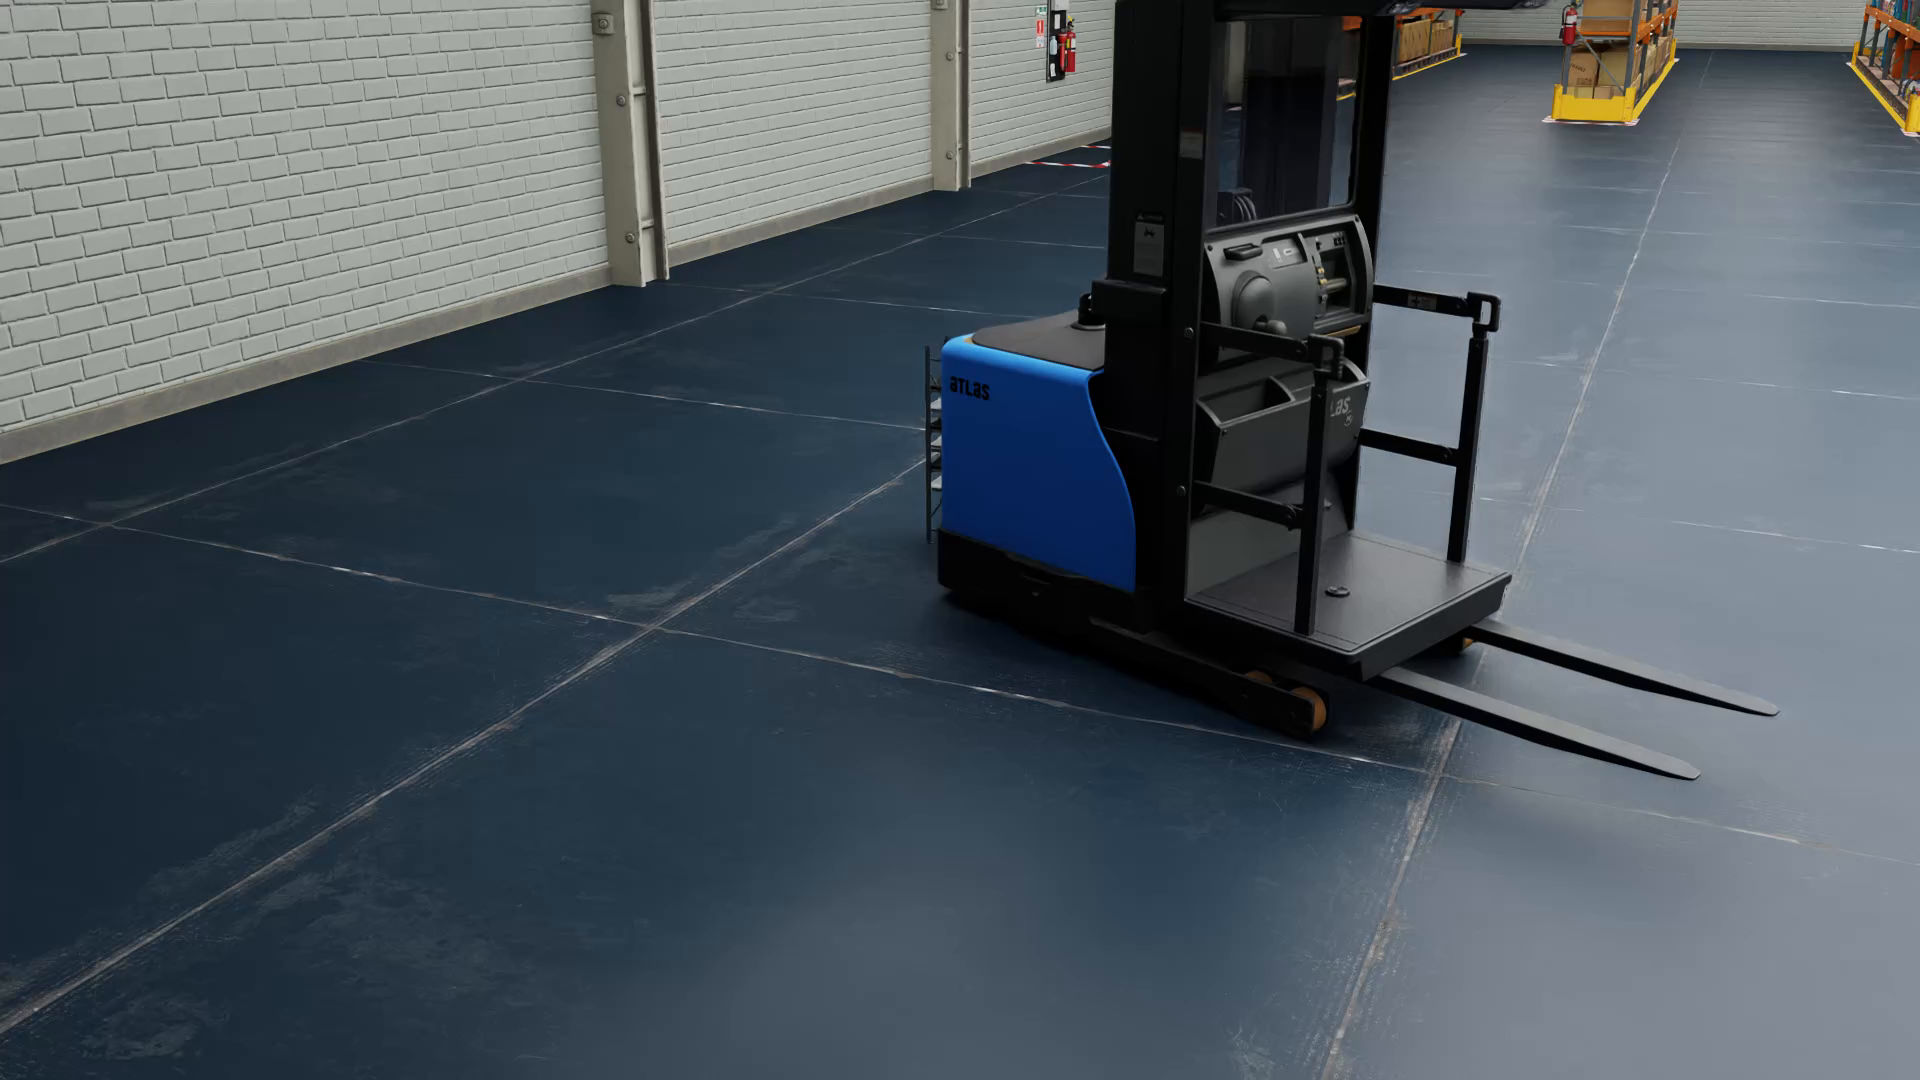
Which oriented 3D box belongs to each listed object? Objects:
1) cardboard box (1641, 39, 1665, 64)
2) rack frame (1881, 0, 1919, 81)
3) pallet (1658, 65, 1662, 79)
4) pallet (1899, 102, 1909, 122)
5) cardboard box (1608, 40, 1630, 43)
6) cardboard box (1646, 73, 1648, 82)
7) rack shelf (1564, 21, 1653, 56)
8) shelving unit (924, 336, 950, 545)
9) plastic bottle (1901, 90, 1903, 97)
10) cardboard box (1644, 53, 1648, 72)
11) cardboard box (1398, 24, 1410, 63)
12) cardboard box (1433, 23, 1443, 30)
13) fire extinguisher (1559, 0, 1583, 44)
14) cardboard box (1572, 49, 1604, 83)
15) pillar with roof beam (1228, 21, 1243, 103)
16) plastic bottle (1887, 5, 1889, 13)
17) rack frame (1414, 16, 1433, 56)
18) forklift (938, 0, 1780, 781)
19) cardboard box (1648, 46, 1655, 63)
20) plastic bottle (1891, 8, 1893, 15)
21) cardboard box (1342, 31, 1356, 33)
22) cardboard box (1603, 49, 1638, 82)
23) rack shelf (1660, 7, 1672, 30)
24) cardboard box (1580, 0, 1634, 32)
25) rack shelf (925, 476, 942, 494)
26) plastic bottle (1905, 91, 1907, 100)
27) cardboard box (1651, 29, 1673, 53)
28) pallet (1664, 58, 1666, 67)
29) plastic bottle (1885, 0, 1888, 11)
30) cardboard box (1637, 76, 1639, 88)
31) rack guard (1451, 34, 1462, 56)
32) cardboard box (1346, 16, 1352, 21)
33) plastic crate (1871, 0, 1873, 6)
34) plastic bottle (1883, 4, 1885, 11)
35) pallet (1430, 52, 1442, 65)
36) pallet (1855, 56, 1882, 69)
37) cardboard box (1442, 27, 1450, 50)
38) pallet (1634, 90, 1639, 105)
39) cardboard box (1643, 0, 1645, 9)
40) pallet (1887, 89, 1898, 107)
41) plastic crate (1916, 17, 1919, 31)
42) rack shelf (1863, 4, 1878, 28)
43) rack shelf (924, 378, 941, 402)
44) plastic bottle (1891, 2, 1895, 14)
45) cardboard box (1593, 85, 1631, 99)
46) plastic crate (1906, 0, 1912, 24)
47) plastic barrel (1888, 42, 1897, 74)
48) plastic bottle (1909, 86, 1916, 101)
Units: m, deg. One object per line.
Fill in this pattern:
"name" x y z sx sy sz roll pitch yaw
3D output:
"cardboard box" 14.395 -10.176 34.679 0.500 0.500 0.500 9 21 23
"rack frame" 17.631 -9.736 30.368 1.000 3.000 0.127 9 21 23
"pallet" 13.955 -9.697 34.422 1.003 0.211 1.213 9 21 23
"pallet" 15.182 -6.625 25.783 1.003 0.211 1.213 9 21 23
"cardboard box" 13.302 -10.135 33.446 0.500 0.250 0.500 9 22 25
"cardboard box" 12.287 -8.500 30.371 0.500 0.250 0.500 8 21 21
"rack shelf" 10.657 -8.244 27.245 1.077 0.370 4.000 9 21 23
"shelving unit" 0.003 -0.426 7.325 0.258 0.900 0.210 9 21 23
"plastic bottle" 15.380 -7.302 27.045 0.097 0.201 0.097 0 20 0
"cardboard box" 11.872 -8.453 29.400 0.500 0.311 0.500 9 21 23
"cardboard box" 9.014 -10.487 35.062 0.750 0.750 0.750 8 21 22
"cardboard box" 11.151 -12.097 39.144 0.380 0.149 0.250 8 21 21
"fire extinguisher" 9.366 -7.962 25.496 0.296 0.674 0.183 9 21 23
"cardboard box" 10.182 -7.739 27.112 0.500 0.500 0.500 9 21 23
"pillar with roof beam" 8.742 -11.218 25.583 9.100 9.000 0.400 9 21 23
"plastic bottle" 18.146 -10.393 32.409 0.097 0.271 0.097 0 20 0
"rack frame" 10.231 -12.318 37.629 1.000 3.000 0.127 9 21 23
"forklift" 1.305 -0.912 5.658 1.130 2.935 3.031 -18 27 -42
"cardboard box" 12.917 -9.230 31.584 0.500 0.311 0.500 8 21 22
"plastic bottle" 17.686 -10.017 31.455 0.097 0.201 0.097 0 20 0
"cardboard box" 7.628 -9.777 32.439 0.500 0.250 0.500 8 21 21
"cardboard box" 10.656 -7.668 26.911 0.500 0.500 0.500 9 21 23
"rack shelf" 13.933 -10.689 34.122 1.077 0.370 4.000 9 21 23
"cardboard box" 10.041 -8.159 25.785 0.700 0.500 0.500 9 21 23
"rack shelf" 0.003 -0.225 7.396 0.258 0.077 0.200 9 21 23
"plastic bottle" 15.070 -7.071 26.395 0.097 0.201 0.097 0 20 0
"cardboard box" 16.392 -11.692 38.942 0.500 0.500 0.500 9 21 23
"pallet" 15.034 -10.535 36.778 1.003 0.211 1.213 9 21 23
"plastic bottle" 18.366 -10.579 32.912 0.061 0.283 0.133 9 21 23
"cardboard box" 11.272 -7.773 28.326 0.500 0.250 0.500 9 21 23
"rack guard" 11.879 -12.370 41.506 1.175 0.500 0.348 9 21 23
"cardboard box" 6.634 -9.318 29.386 0.500 0.250 0.500 8 21 22
"plastic crate" 19.967 -11.698 36.046 0.416 0.233 0.300 9 21 23
"plastic bottle" 18.605 -10.736 33.373 0.097 0.271 0.097 0 20 0
"pallet" 10.614 -11.226 38.719 1.003 0.211 1.213 9 21 23
"pallet" 20.534 -10.621 37.018 1.003 0.211 1.213 9 21 23
"cardboard box" 11.469 -12.180 40.345 0.700 0.500 0.500 8 21 23
"pallet" 11.112 -7.643 28.644 1.003 0.211 1.213 9 21 23
"cardboard box" 12.021 -9.635 29.934 0.500 0.500 0.500 10 22 27
"pallet" 16.279 -7.445 28.087 1.003 0.211 1.213 9 21 23
"plastic crate" 15.180 -8.037 25.907 0.450 0.188 0.662 9 21 23
"rack shelf" 20.088 -11.231 35.646 1.077 0.370 4.000 9 21 23
"rack shelf" 0.003 -0.649 7.246 0.258 0.077 0.200 9 21 23
"plastic bottle" 17.726 -10.080 31.527 0.097 0.271 0.097 0 20 0
"cardboard box" 10.260 -7.007 26.171 0.500 0.250 0.500 9 21 23
"plastic crate" 16.161 -8.885 28.001 0.392 0.384 0.575 9 21 23
"plastic barrel" 18.278 -9.295 32.100 0.600 0.588 0.708 9 21 23
"plastic bottle" 14.739 -6.878 25.728 0.061 0.283 0.133 9 22 24
